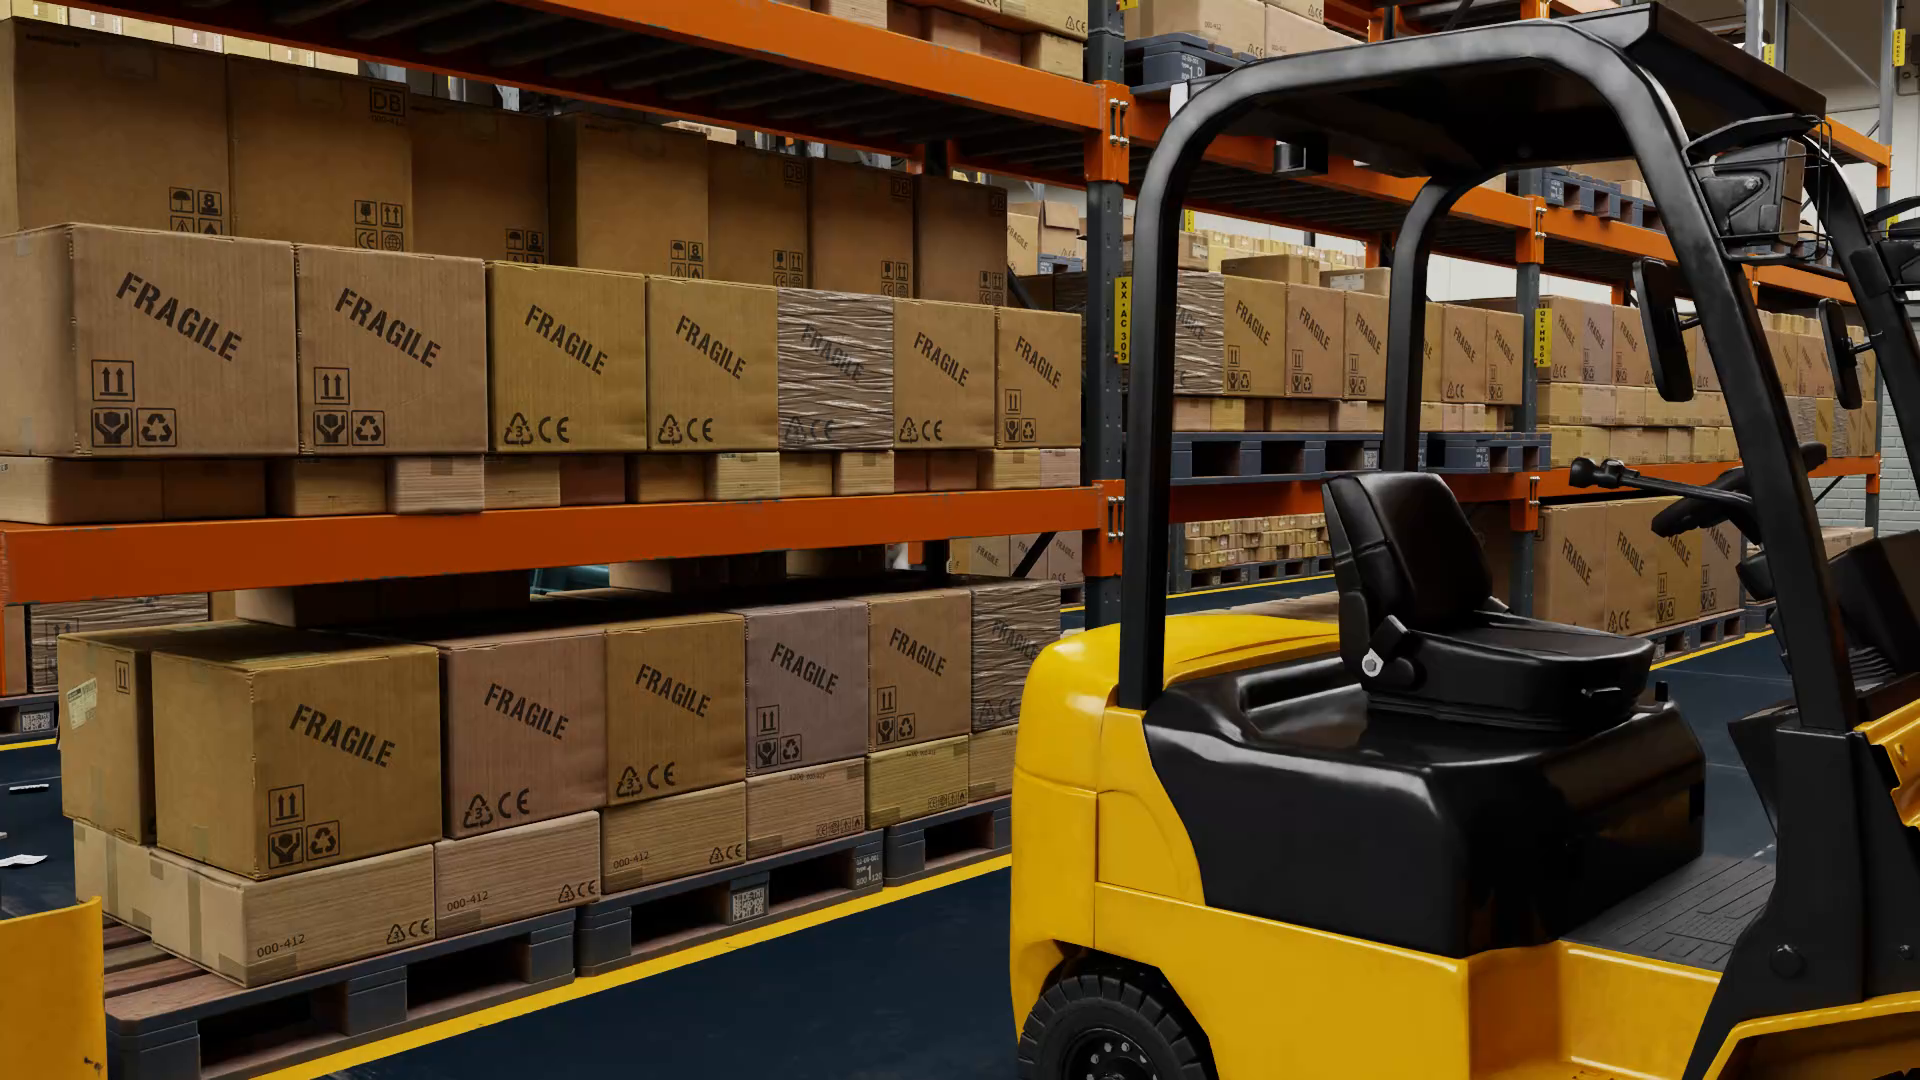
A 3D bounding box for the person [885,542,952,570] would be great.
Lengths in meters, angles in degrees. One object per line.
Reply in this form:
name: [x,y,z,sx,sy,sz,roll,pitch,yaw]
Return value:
person: [-0.414,0.304,11.388,0.465,0.950,0.863,3,5,38]
